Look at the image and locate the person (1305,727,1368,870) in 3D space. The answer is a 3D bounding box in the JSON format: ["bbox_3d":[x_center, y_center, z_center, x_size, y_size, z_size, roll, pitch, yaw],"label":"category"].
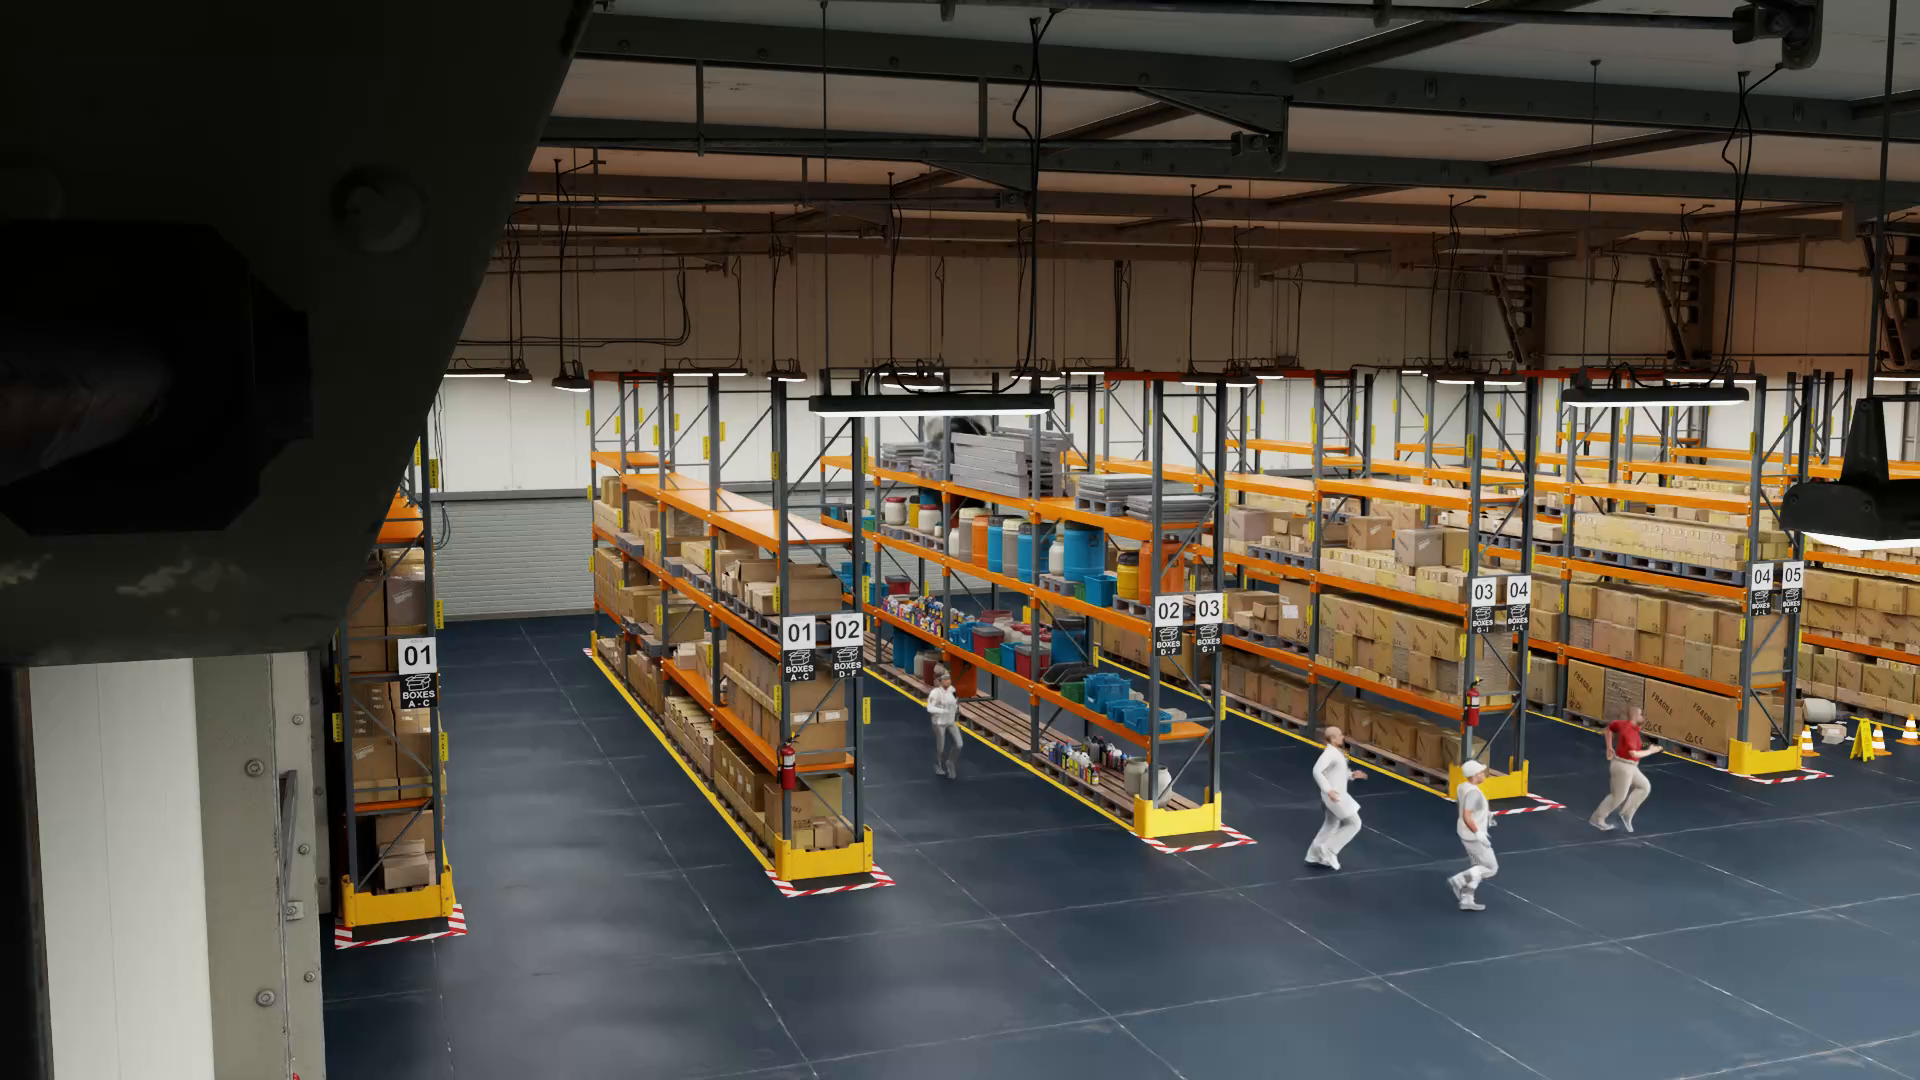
[{"bbox_3d":[4.641,3.171,20.474,0.731,1.763,0.680,1,6,8],"label":"person"}]

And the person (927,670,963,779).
[{"bbox_3d":[-0.235,2.736,24.764,0.601,1.674,0.700,-3,7,-27],"label":"person"}]

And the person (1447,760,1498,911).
[{"bbox_3d":[5.841,3.364,18.926,0.597,1.740,0.657,0,6,2],"label":"person"}]

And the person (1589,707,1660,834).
[{"bbox_3d":[8.780,3.037,21.957,0.833,1.727,0.693,2,7,17],"label":"person"}]
